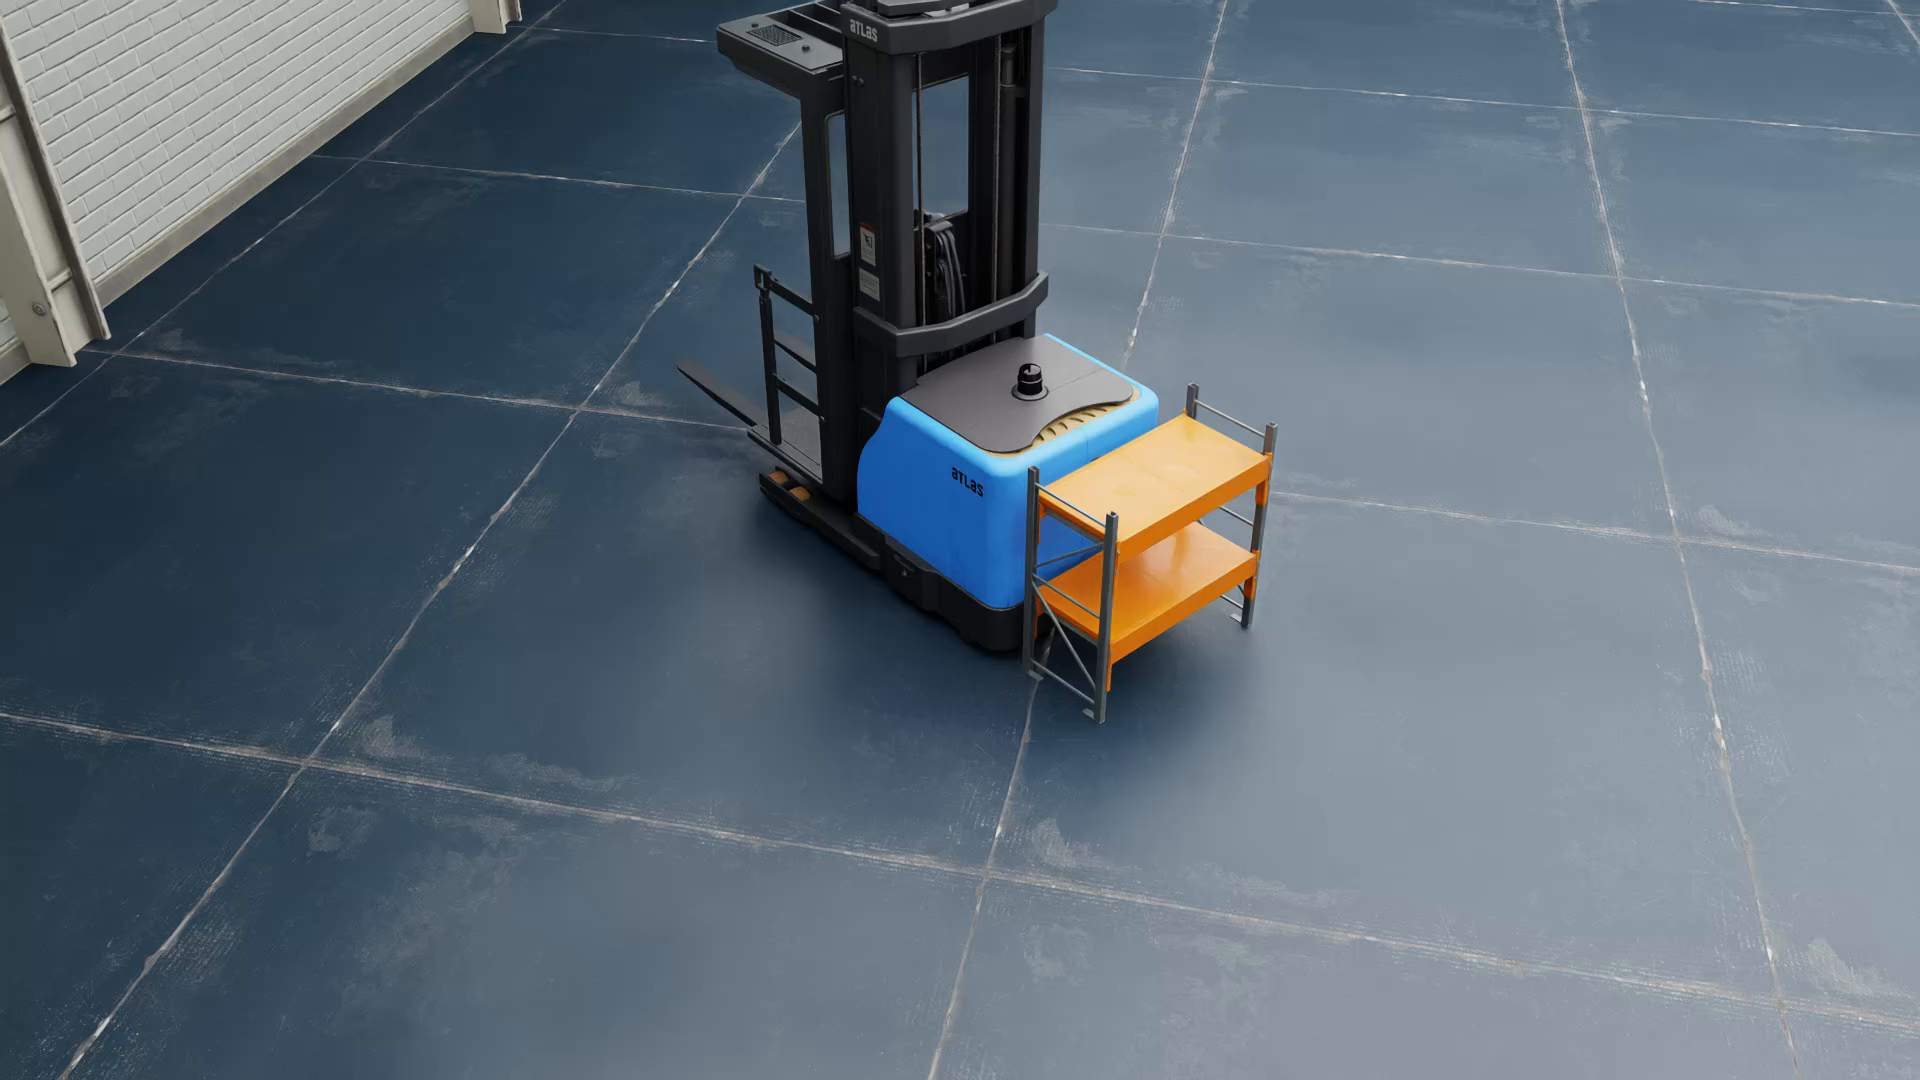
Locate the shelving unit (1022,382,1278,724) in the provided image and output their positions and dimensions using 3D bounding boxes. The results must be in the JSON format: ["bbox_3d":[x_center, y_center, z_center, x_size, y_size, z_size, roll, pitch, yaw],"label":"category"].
[{"bbox_3d":[0.842,0.049,7.494,1.048,1.125,0.538,-28,44,-33],"label":"shelving unit"}]

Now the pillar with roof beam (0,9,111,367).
[{"bbox_3d":[-1.218,-4.270,6.744,9.100,9.000,0.400,7,37,10],"label":"pillar with roof beam"}]

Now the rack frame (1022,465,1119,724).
[{"bbox_3d":[0.466,0.250,7.217,0.032,1.125,0.500,-28,44,-33],"label":"rack frame"}]

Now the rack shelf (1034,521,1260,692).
[{"bbox_3d":[0.842,0.247,7.637,1.000,0.278,0.538,-28,44,-33],"label":"rack shelf"}]

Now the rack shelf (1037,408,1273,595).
[{"bbox_3d":[0.842,-0.188,7.322,1.000,0.278,0.538,-28,44,-33],"label":"rack shelf"}]

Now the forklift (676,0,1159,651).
[{"bbox_3d":[-0.402,-1.467,8.047,1.130,2.935,3.031,-26,43,-31],"label":"forklift"}]

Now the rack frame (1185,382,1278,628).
[{"bbox_3d":[1.218,-0.152,7.771,0.032,1.125,0.500,-28,44,-33],"label":"rack frame"}]

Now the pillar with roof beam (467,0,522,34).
[{"bbox_3d":[0.064,-7.710,11.490,9.100,9.000,0.400,7,37,10],"label":"pillar with roof beam"}]
